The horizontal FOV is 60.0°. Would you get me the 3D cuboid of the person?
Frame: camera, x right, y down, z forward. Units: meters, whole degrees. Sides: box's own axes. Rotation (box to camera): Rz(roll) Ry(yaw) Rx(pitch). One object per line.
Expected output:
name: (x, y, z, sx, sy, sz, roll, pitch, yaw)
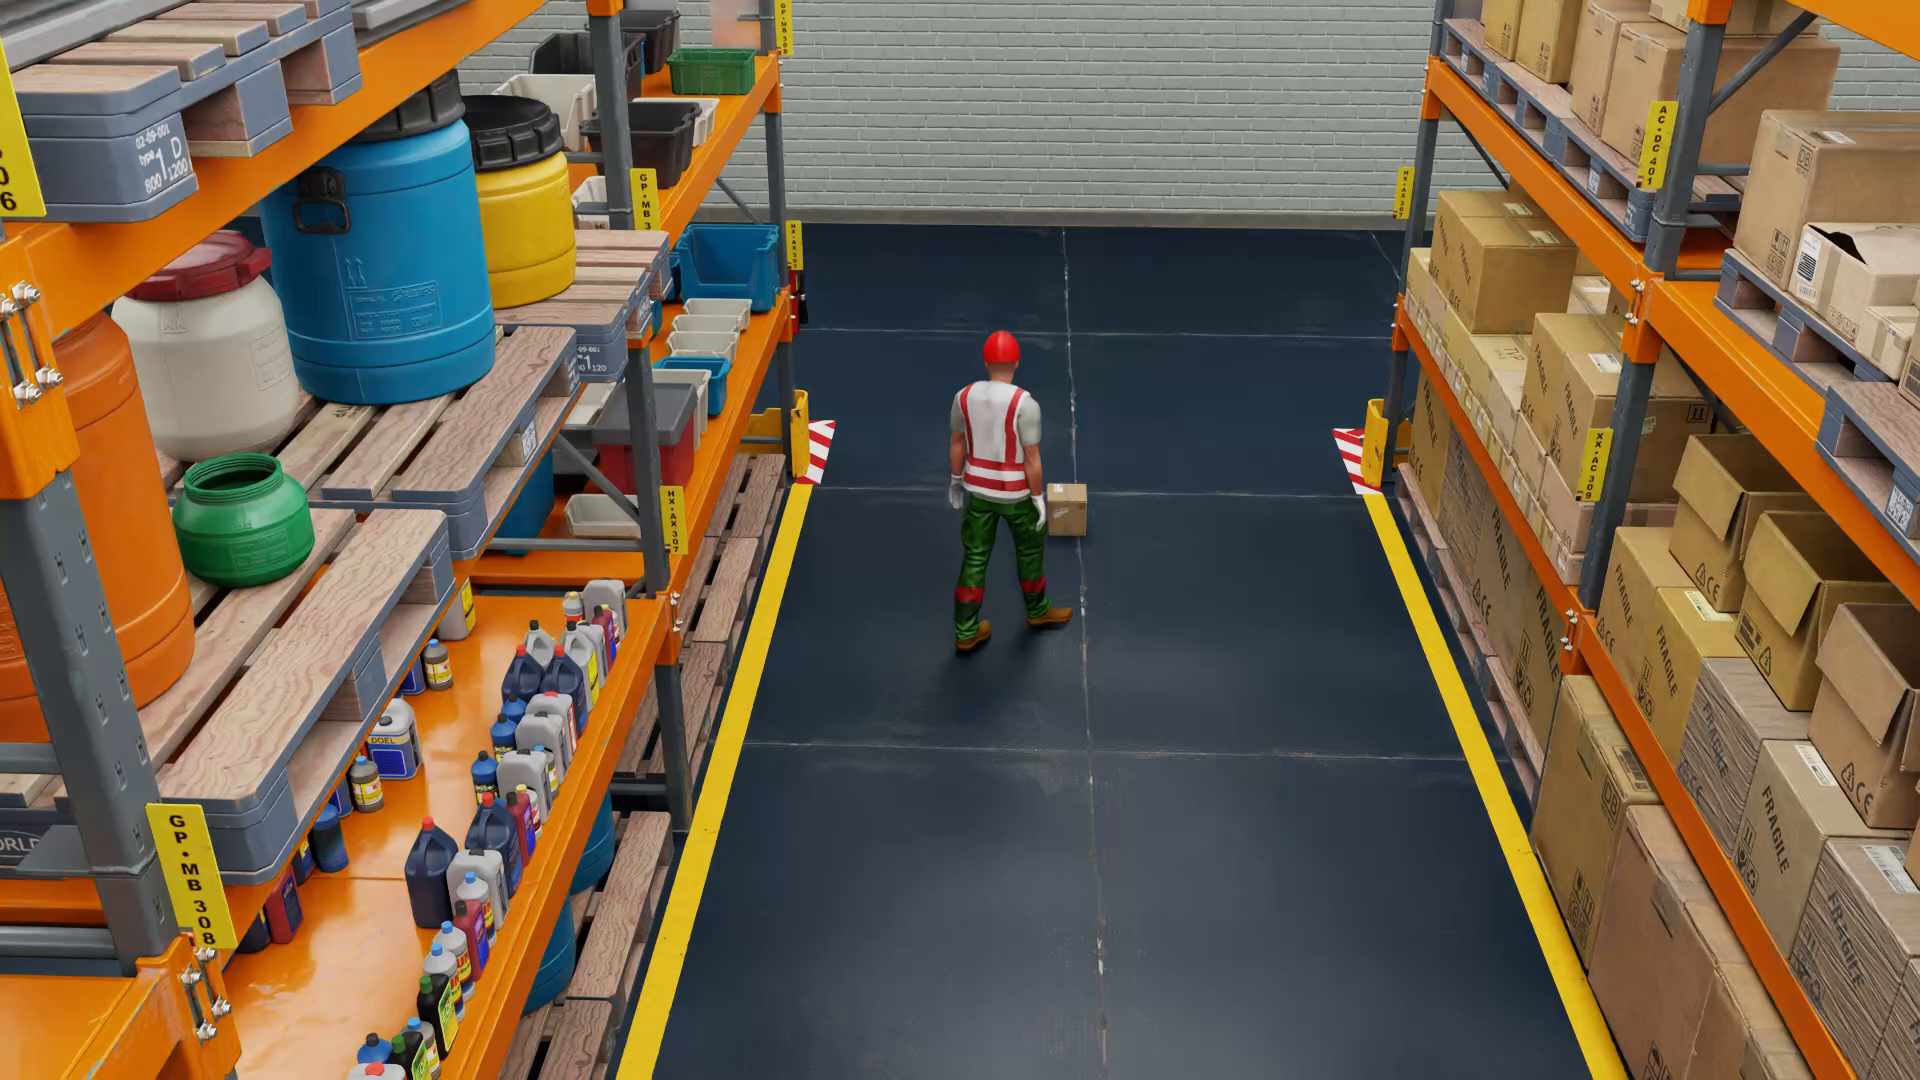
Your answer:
person: (0.225, -0.272, 9.121, 0.625, 1.784, 0.729, 14, 31, 25)
